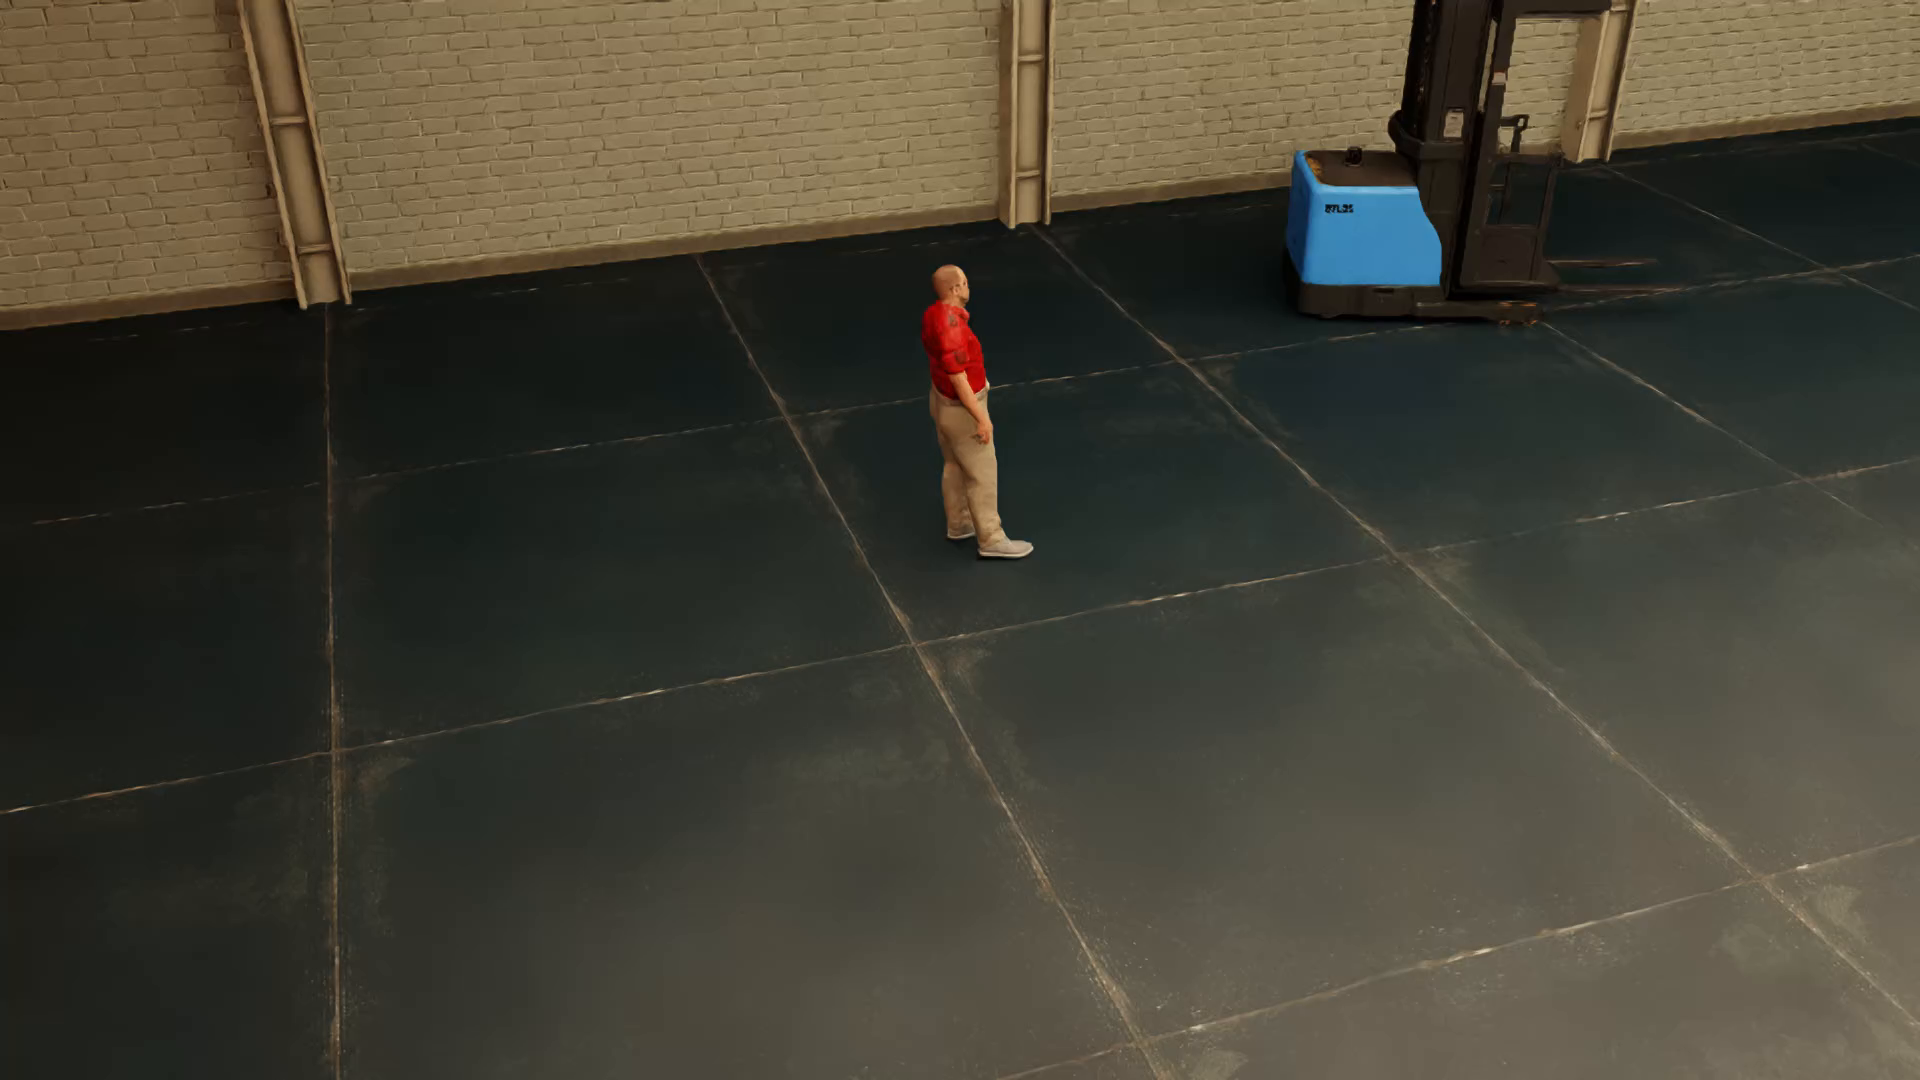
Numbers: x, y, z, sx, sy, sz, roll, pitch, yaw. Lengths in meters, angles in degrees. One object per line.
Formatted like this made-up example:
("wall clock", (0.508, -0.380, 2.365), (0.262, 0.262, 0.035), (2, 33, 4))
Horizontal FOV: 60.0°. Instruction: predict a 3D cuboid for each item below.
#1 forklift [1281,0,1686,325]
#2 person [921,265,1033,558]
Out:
("forklift", (4.159, -3.216, 12.676), (3.031, 2.935, 1.130), (1, 30, 1))
("person", (0.089, -0.764, 9.606), (0.550, 1.726, 0.640), (-10, 31, -16))
